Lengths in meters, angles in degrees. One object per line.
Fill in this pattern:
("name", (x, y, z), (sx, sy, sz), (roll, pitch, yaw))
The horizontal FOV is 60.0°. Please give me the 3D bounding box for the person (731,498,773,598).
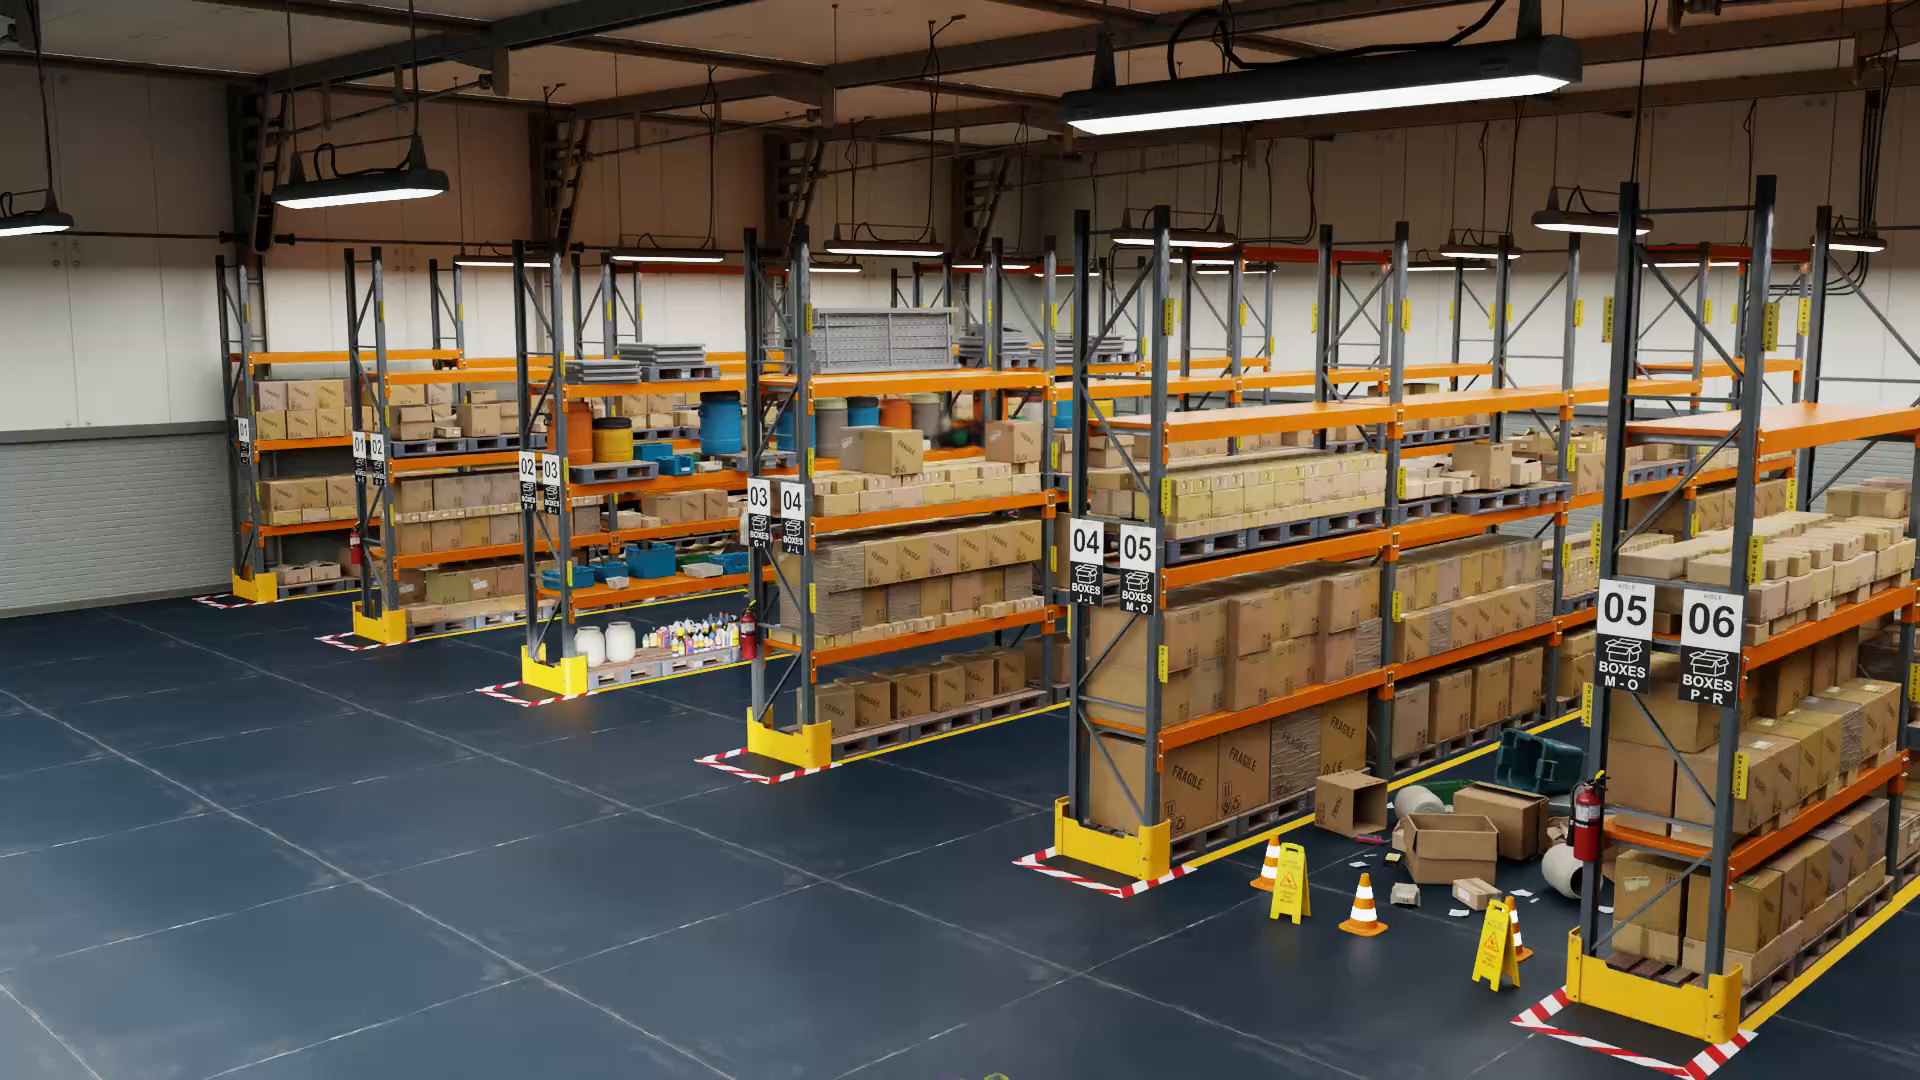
("person", (-3.464, 0.107, 27.658), (0.696, 1.735, 0.557), (5, 10, 32))
